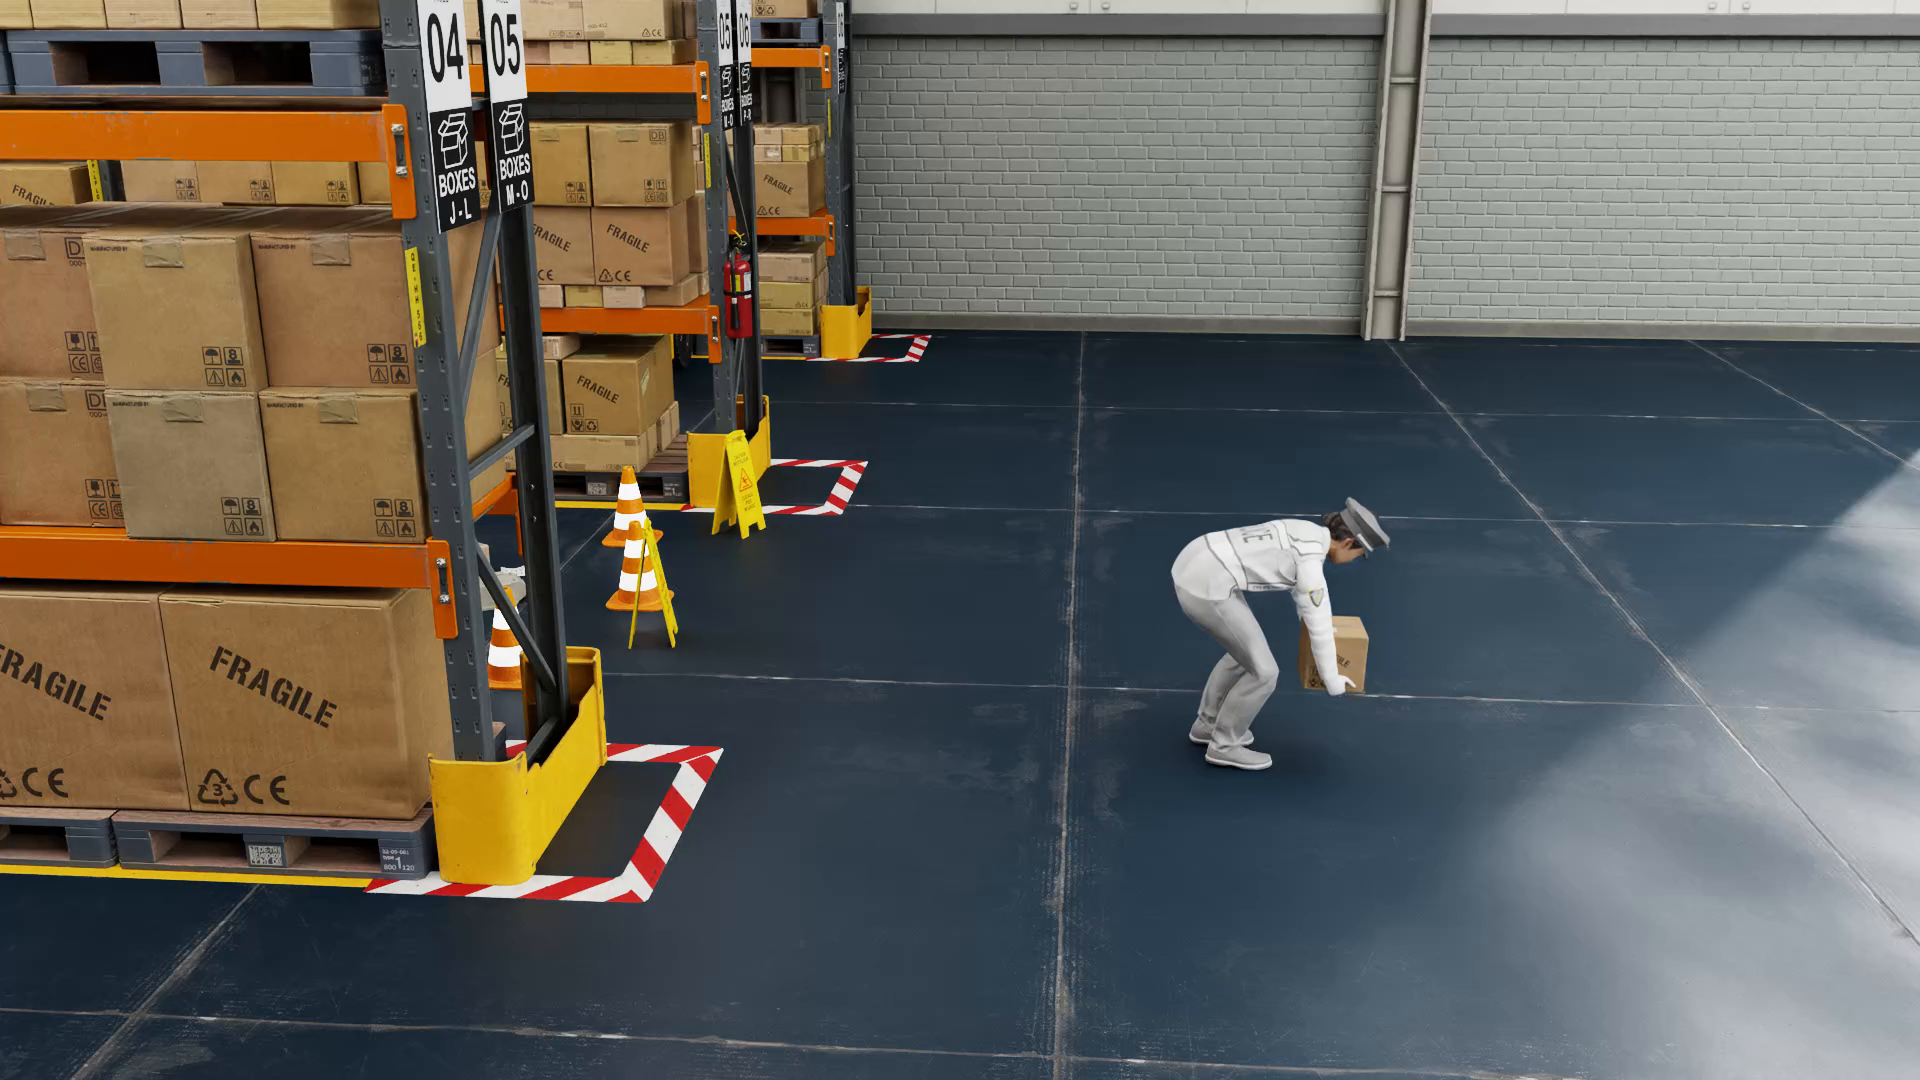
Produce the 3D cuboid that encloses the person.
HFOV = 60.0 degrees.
[{"bbox_3d":[1.359,0.390,7.146,0.912,1.169,0.433,1,18,2],"label":"person"}]
